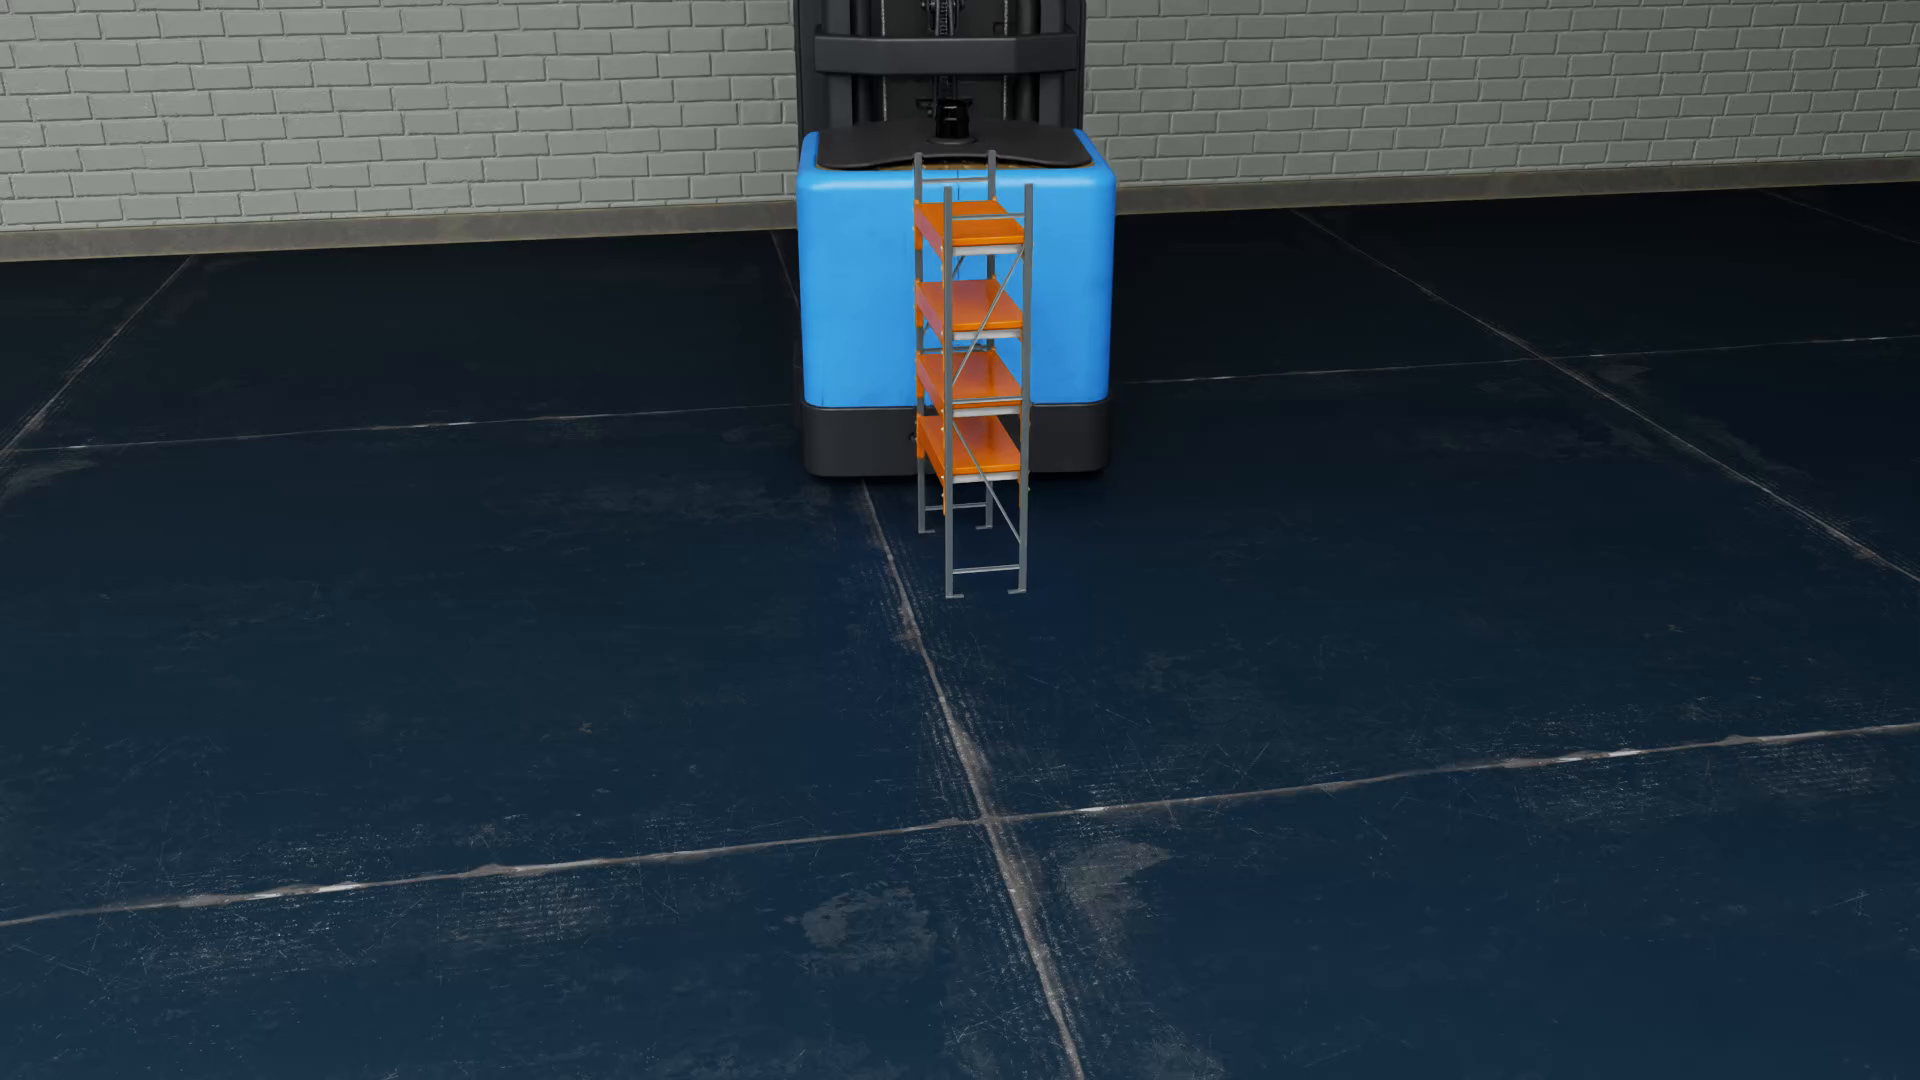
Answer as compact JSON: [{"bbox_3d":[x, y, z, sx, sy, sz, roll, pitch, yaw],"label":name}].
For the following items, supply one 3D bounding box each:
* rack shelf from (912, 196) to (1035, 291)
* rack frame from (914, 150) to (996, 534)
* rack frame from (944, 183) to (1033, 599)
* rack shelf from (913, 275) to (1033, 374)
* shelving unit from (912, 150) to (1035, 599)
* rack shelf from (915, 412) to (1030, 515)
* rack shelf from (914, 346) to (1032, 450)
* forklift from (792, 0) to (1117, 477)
[{"bbox_3d":[0.031,-0.845,4.704,0.258,0.148,0.480,-4,24,-10],"label":"rack shelf"},{"bbox_3d":[-0.015,-0.581,5.081,0.240,1.200,0.015,-4,24,-10],"label":"rack frame"},{"bbox_3d":[0.076,-0.389,4.641,0.240,1.200,0.015,-4,24,-10],"label":"rack frame"},{"bbox_3d":[0.031,-0.628,4.798,0.258,0.148,0.480,-4,24,-10],"label":"rack shelf"},{"bbox_3d":[0.031,-0.485,4.861,0.258,1.200,0.503,-4,24,-10],"label":"shelving unit"},{"bbox_3d":[0.031,-0.241,4.967,0.258,0.148,0.480,-4,24,-10],"label":"rack shelf"},{"bbox_3d":[0.031,-0.423,4.888,0.258,0.148,0.480,-4,24,-10],"label":"rack shelf"},{"bbox_3d":[-0.090,-2.102,6.400,1.130,2.935,3.031,-1,24,-3],"label":"forklift"}]
